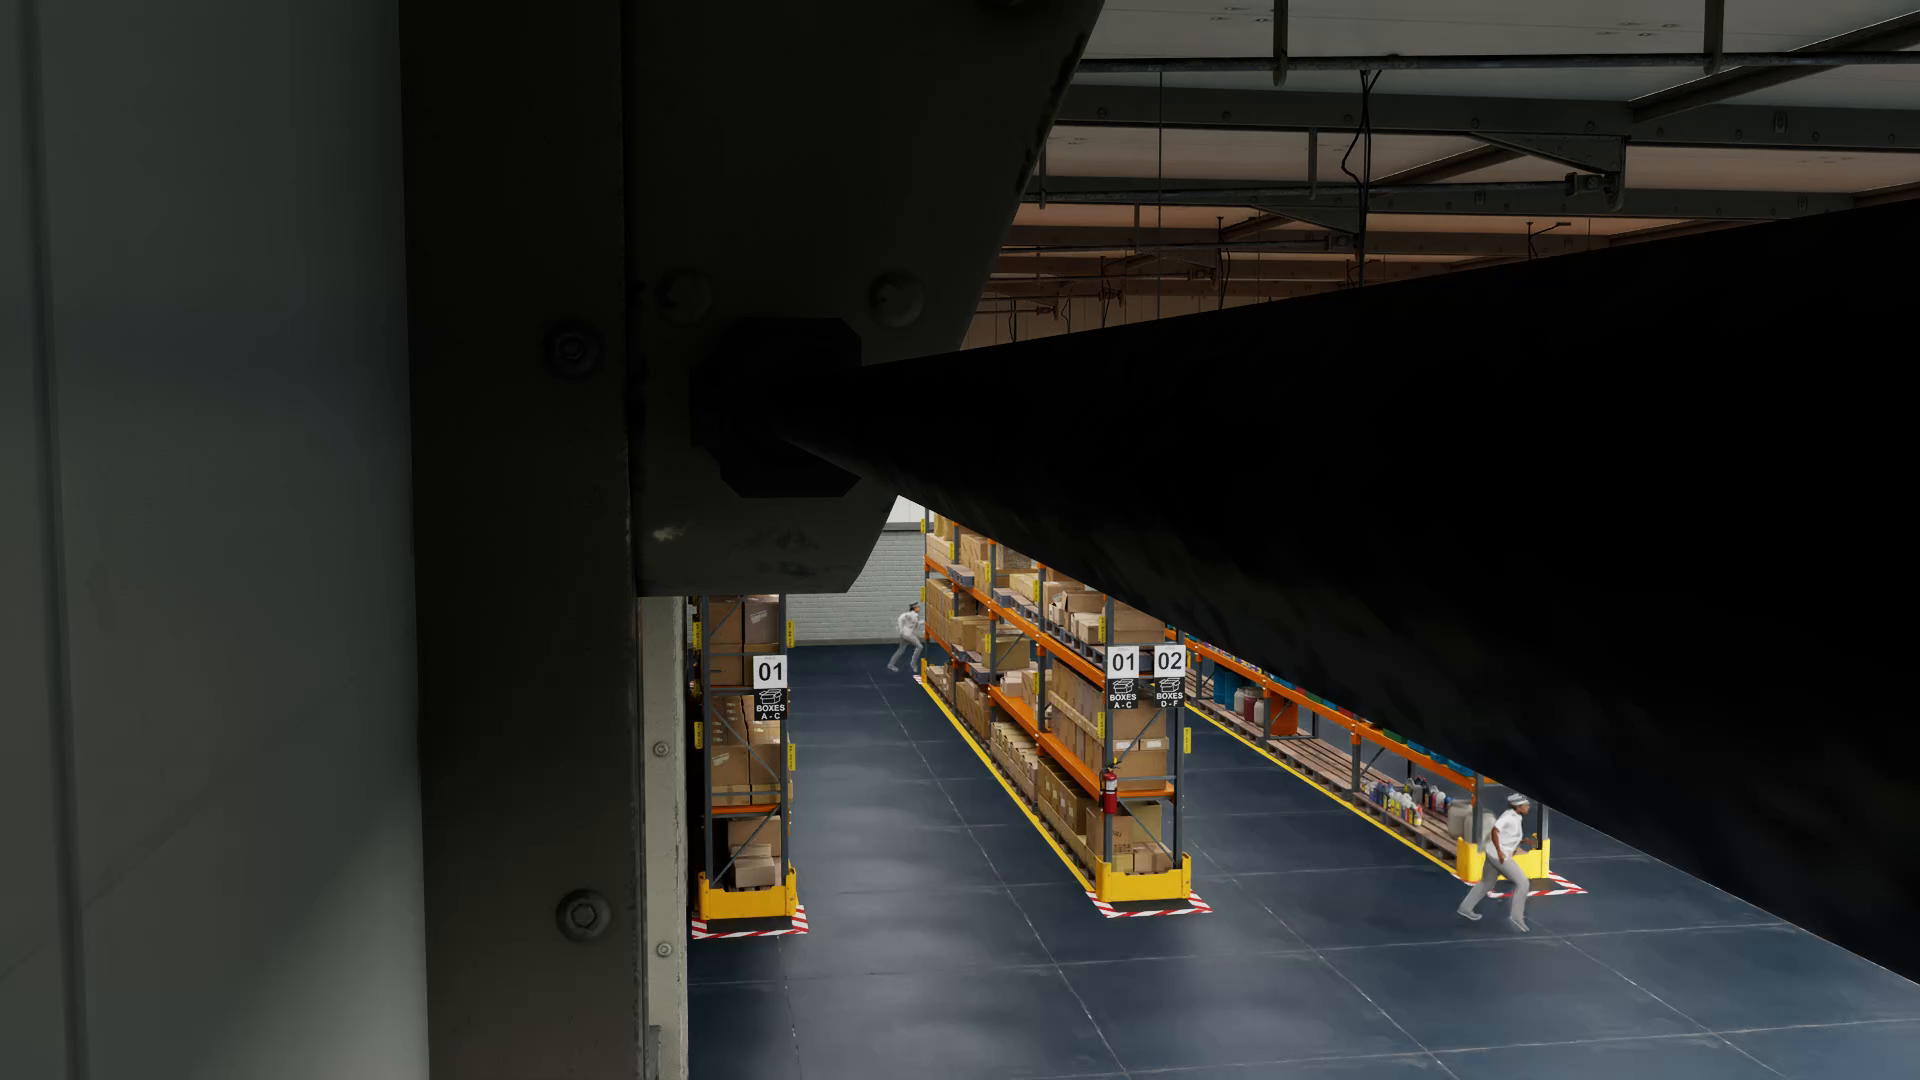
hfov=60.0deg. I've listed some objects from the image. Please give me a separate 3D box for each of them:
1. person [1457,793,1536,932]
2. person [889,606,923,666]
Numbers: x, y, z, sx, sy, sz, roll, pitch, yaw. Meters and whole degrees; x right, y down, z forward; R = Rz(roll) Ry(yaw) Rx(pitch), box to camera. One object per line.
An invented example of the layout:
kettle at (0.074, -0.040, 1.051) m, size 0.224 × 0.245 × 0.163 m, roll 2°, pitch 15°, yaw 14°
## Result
person at (6.374, 3.801, 19.697) m, size 0.873 × 1.671 × 0.594 m, roll 1°, pitch 5°, yaw 14°
person at (-1.235, 2.135, 37.645) m, size 0.789 × 1.467 × 0.377 m, roll 0°, pitch 5°, yaw -2°
